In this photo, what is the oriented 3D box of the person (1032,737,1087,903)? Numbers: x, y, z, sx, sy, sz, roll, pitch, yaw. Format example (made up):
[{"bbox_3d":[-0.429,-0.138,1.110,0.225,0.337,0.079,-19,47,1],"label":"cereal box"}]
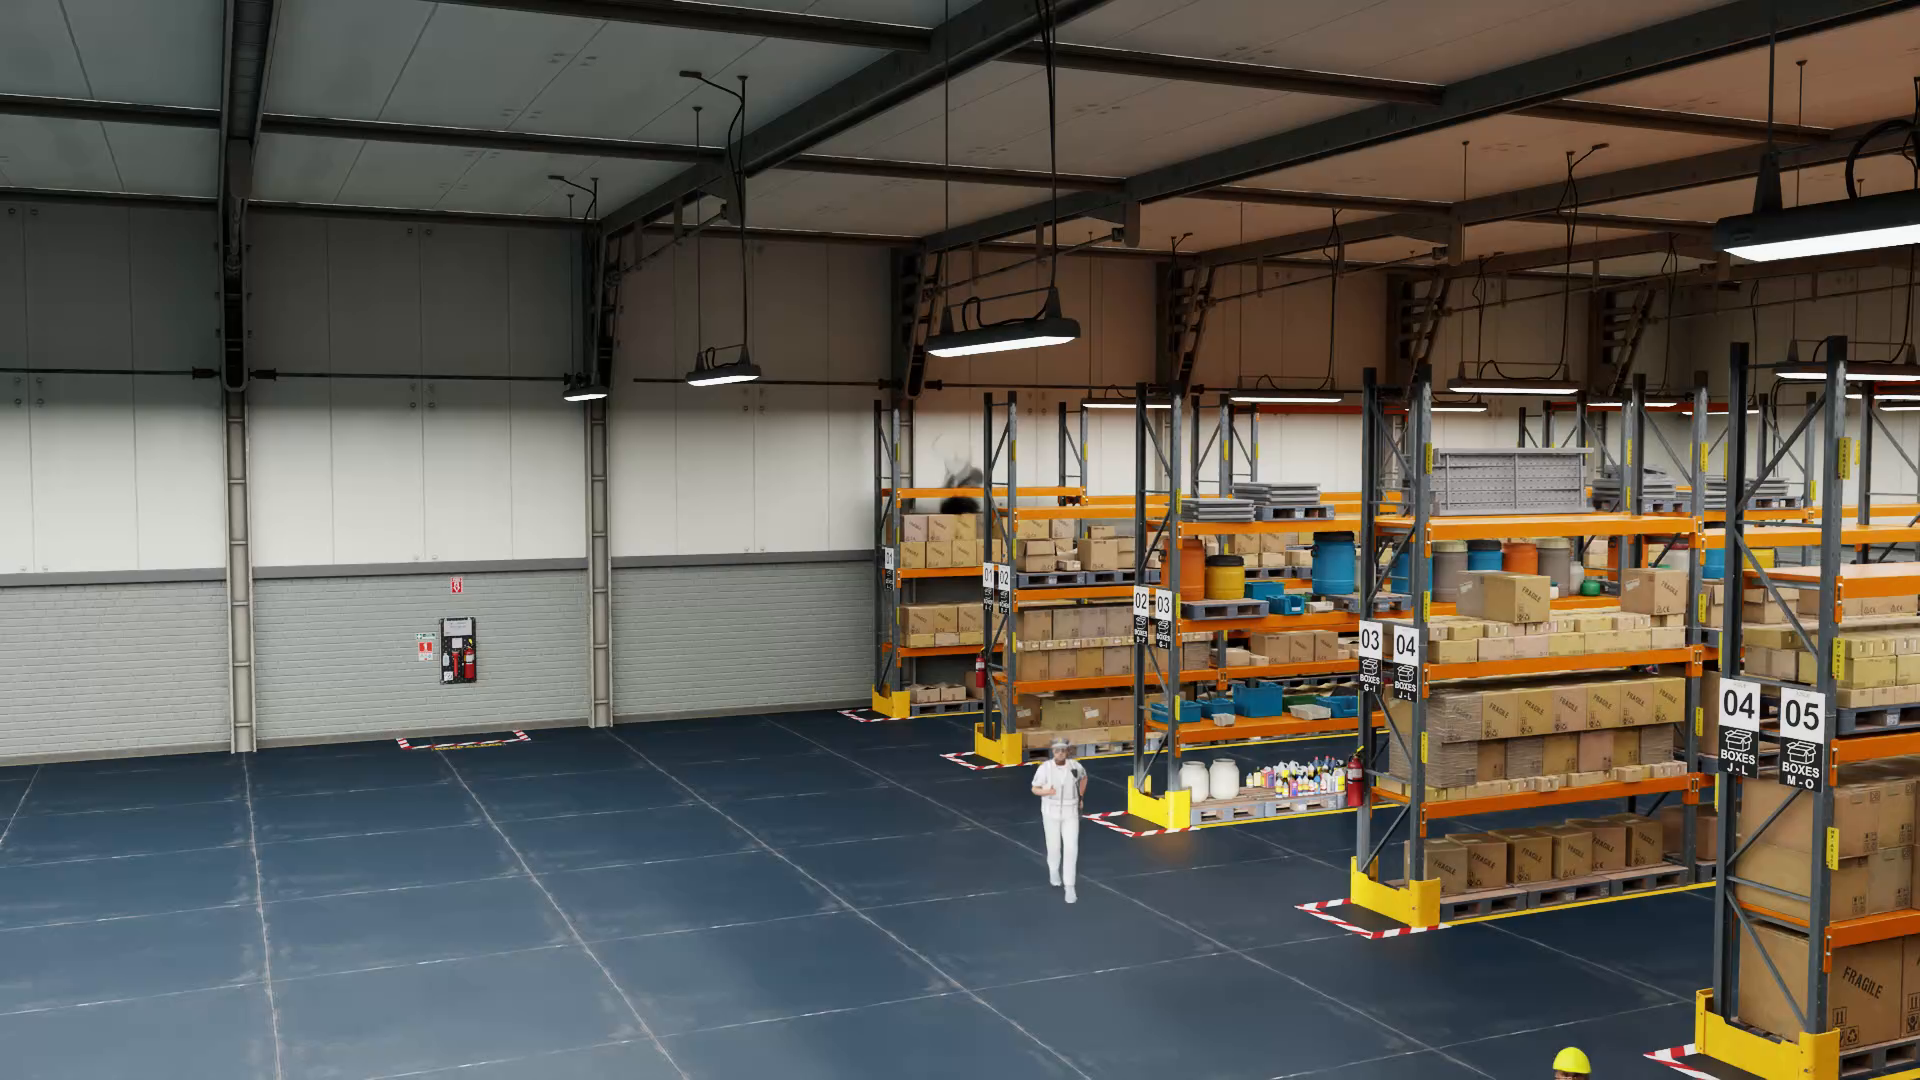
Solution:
[{"bbox_3d":[1.146,3.156,19.073,0.653,1.826,0.868,0,3,1],"label":"person"}]

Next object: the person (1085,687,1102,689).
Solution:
[{"bbox_3d":[2.442,2.548,29.875,0.868,1.760,0.669,-2,4,-25],"label":"person"}]

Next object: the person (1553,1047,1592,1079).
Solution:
[{"bbox_3d":[3.495,3.755,9.511,0.707,1.739,0.739,1,4,20],"label":"person"}]
